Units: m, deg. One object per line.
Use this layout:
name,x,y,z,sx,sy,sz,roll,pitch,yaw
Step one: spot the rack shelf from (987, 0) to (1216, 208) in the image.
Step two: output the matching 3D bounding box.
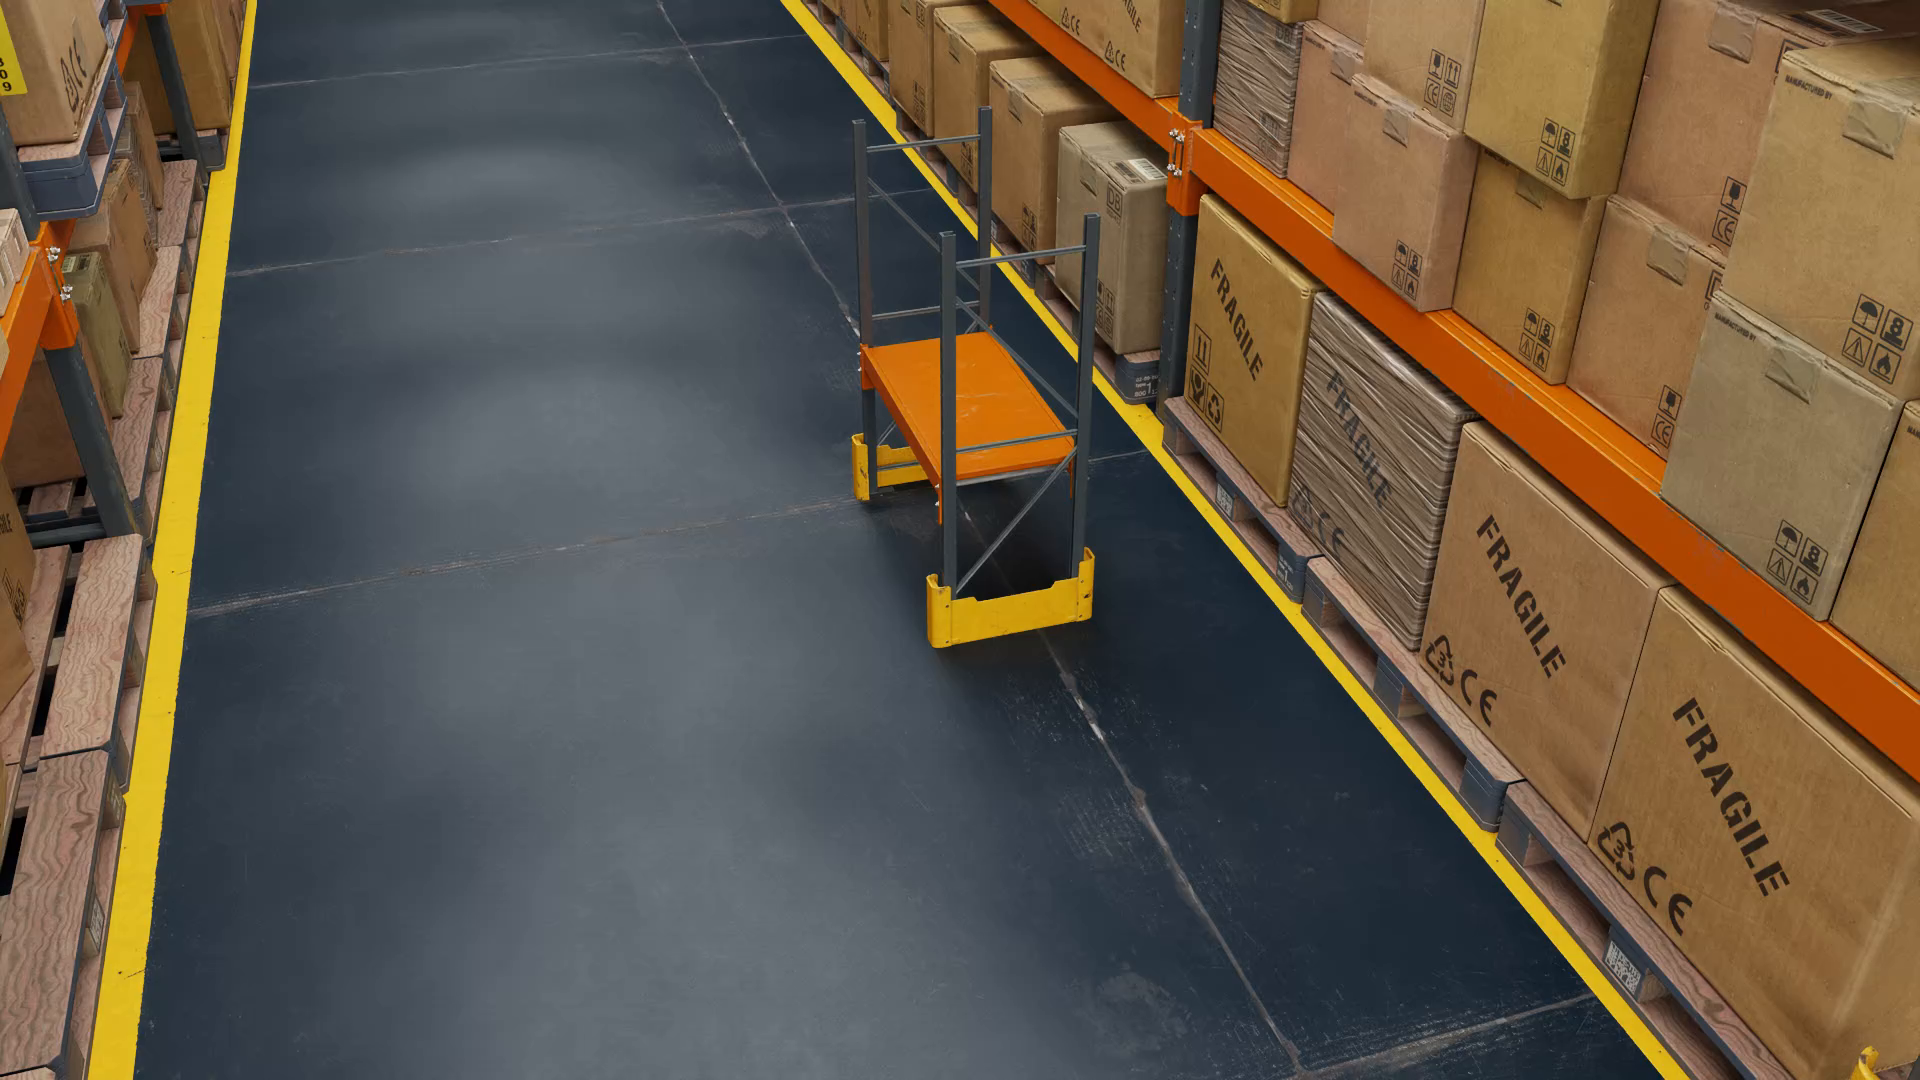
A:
rack shelf,0.710,-2.579,8.085,1.077,0.370,4.000,-10,35,-15

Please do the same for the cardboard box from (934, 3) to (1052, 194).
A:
cardboard box,0.470,-2.373,8.780,1.050,0.750,0.750,-9,35,-14

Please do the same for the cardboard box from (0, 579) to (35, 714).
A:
cardboard box,-3.169,0.335,4.908,0.500,0.500,0.500,0,33,1

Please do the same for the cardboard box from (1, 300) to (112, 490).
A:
cardboard box,-3.601,-0.515,6.177,0.700,0.500,0.500,-13,36,-18

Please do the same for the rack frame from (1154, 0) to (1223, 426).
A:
rack frame,1.320,-1.830,6.298,1.000,3.000,0.127,-10,35,-15

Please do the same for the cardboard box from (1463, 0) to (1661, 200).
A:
cardboard box,1.881,-1.290,4.366,0.875,0.550,0.500,-10,35,-15

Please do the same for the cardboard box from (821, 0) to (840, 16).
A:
cardboard box,-0.682,-3.912,11.335,0.500,0.500,0.500,-12,35,-17

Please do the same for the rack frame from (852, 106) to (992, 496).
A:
rack frame,-0.129,-0.848,6.173,0.500,1.500,0.032,-10,35,-15

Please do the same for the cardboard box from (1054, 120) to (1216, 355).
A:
cardboard box,1.045,-1.377,7.273,1.050,0.750,0.750,-10,35,-15

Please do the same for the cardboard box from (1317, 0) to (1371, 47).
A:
cardboard box,1.678,-1.874,5.250,0.875,0.550,0.550,-10,35,-15

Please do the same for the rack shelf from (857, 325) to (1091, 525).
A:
rack shelf,0.026,-0.431,5.868,0.538,0.185,1.000,-10,35,-15

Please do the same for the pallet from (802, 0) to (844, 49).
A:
pallet,-0.506,-3.816,11.834,1.003,0.211,1.213,-10,35,-15

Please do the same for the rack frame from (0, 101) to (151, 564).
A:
rack frame,-3.435,-1.049,5.116,1.000,3.000,0.127,-10,35,-15

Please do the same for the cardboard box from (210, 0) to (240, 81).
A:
cardboard box,-5.110,-3.273,10.028,1.225,0.875,0.875,-10,35,-15

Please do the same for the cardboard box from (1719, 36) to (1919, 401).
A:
cardboard box,2.208,-0.717,3.499,0.875,0.550,0.550,-10,35,-15

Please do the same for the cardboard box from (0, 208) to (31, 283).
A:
cardboard box,-3.089,-0.880,5.089,0.380,0.149,0.250,-10,35,-15

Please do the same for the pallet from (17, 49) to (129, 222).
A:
pallet,-3.529,-1.394,5.813,1.003,0.211,1.213,-10,35,-15

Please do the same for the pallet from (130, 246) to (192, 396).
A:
pallet,-4.049,-0.935,7.474,1.003,0.211,1.213,-10,35,-15

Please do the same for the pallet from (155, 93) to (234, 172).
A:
pallet,-4.823,-2.412,9.708,1.003,0.211,1.213,-10,35,-15

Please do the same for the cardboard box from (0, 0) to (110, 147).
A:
cardboard box,-3.544,-1.915,5.502,1.000,1.000,1.000,-10,35,-14

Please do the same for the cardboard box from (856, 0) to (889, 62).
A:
cardboard box,-0.350,-3.364,10.506,0.500,0.500,0.500,-10,35,-15

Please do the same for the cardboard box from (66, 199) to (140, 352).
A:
cardboard box,-3.900,-1.062,7.005,0.700,0.500,0.500,-13,36,-19

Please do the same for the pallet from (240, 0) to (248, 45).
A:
pallet,-5.568,-3.693,11.647,1.003,0.211,1.213,-10,35,-15

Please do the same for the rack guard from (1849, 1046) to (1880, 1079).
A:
rack guard,2.547,1.326,3.790,1.175,0.500,0.348,-10,35,-15

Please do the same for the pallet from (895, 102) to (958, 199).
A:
pallet,0.268,-2.340,9.599,1.003,0.211,1.213,-10,35,-15

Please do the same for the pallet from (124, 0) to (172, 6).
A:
pallet,-4.336,-2.712,7.808,1.213,0.211,1.003,-10,35,-15

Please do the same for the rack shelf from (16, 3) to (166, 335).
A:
rack shelf,-4.045,-1.798,6.903,1.077,0.370,4.000,-10,35,-15

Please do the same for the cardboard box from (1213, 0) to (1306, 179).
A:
cardboard box,1.444,-1.700,5.966,0.875,0.550,0.550,-10,35,-15

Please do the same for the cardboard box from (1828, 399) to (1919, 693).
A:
cardboard box,2.384,0.021,3.362,0.875,0.550,0.550,-10,35,-15

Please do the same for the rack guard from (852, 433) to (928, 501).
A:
rack guard,-0.129,-0.326,6.516,0.587,0.250,0.087,-10,35,-15

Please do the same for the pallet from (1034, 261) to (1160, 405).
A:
pallet,1.013,-1.059,7.661,1.003,0.211,1.213,-10,35,-15

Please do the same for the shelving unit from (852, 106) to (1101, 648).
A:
shelving unit,0.023,-0.586,5.776,0.587,1.500,1.083,-10,35,-15

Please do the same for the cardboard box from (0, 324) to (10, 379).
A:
cardboard box,-2.820,-0.494,4.504,0.380,0.149,0.250,-10,35,-15

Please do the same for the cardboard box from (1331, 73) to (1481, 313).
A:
cardboard box,1.686,-1.112,5.076,0.875,0.550,0.550,-10,35,-15

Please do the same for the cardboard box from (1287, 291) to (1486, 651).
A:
cardboard box,1.724,-0.304,5.535,0.875,0.875,0.875,-10,35,-14

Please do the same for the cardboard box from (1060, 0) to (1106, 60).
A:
cardboard box,0.752,-2.366,7.018,0.500,0.500,0.500,-10,35,-15

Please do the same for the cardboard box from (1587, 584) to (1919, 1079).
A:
cardboard box,2.270,0.637,4.112,0.875,0.875,0.875,-10,35,-14

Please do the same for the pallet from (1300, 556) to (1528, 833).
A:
pallet,1.853,0.388,5.472,1.003,0.211,1.213,-10,35,-15

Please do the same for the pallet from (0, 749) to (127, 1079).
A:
pallet,-2.820,1.103,4.389,1.003,0.211,1.213,-10,35,-15

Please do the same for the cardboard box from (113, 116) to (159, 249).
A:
cardboard box,-4.250,-1.652,7.897,0.700,0.500,0.500,-13,36,-19

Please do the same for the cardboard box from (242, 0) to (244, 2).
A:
cardboard box,-5.661,-4.205,11.439,1.225,0.875,0.875,-10,35,-15

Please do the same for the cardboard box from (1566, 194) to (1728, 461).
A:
cardboard box,2.144,-0.579,4.270,0.875,0.550,0.550,-10,35,-15
